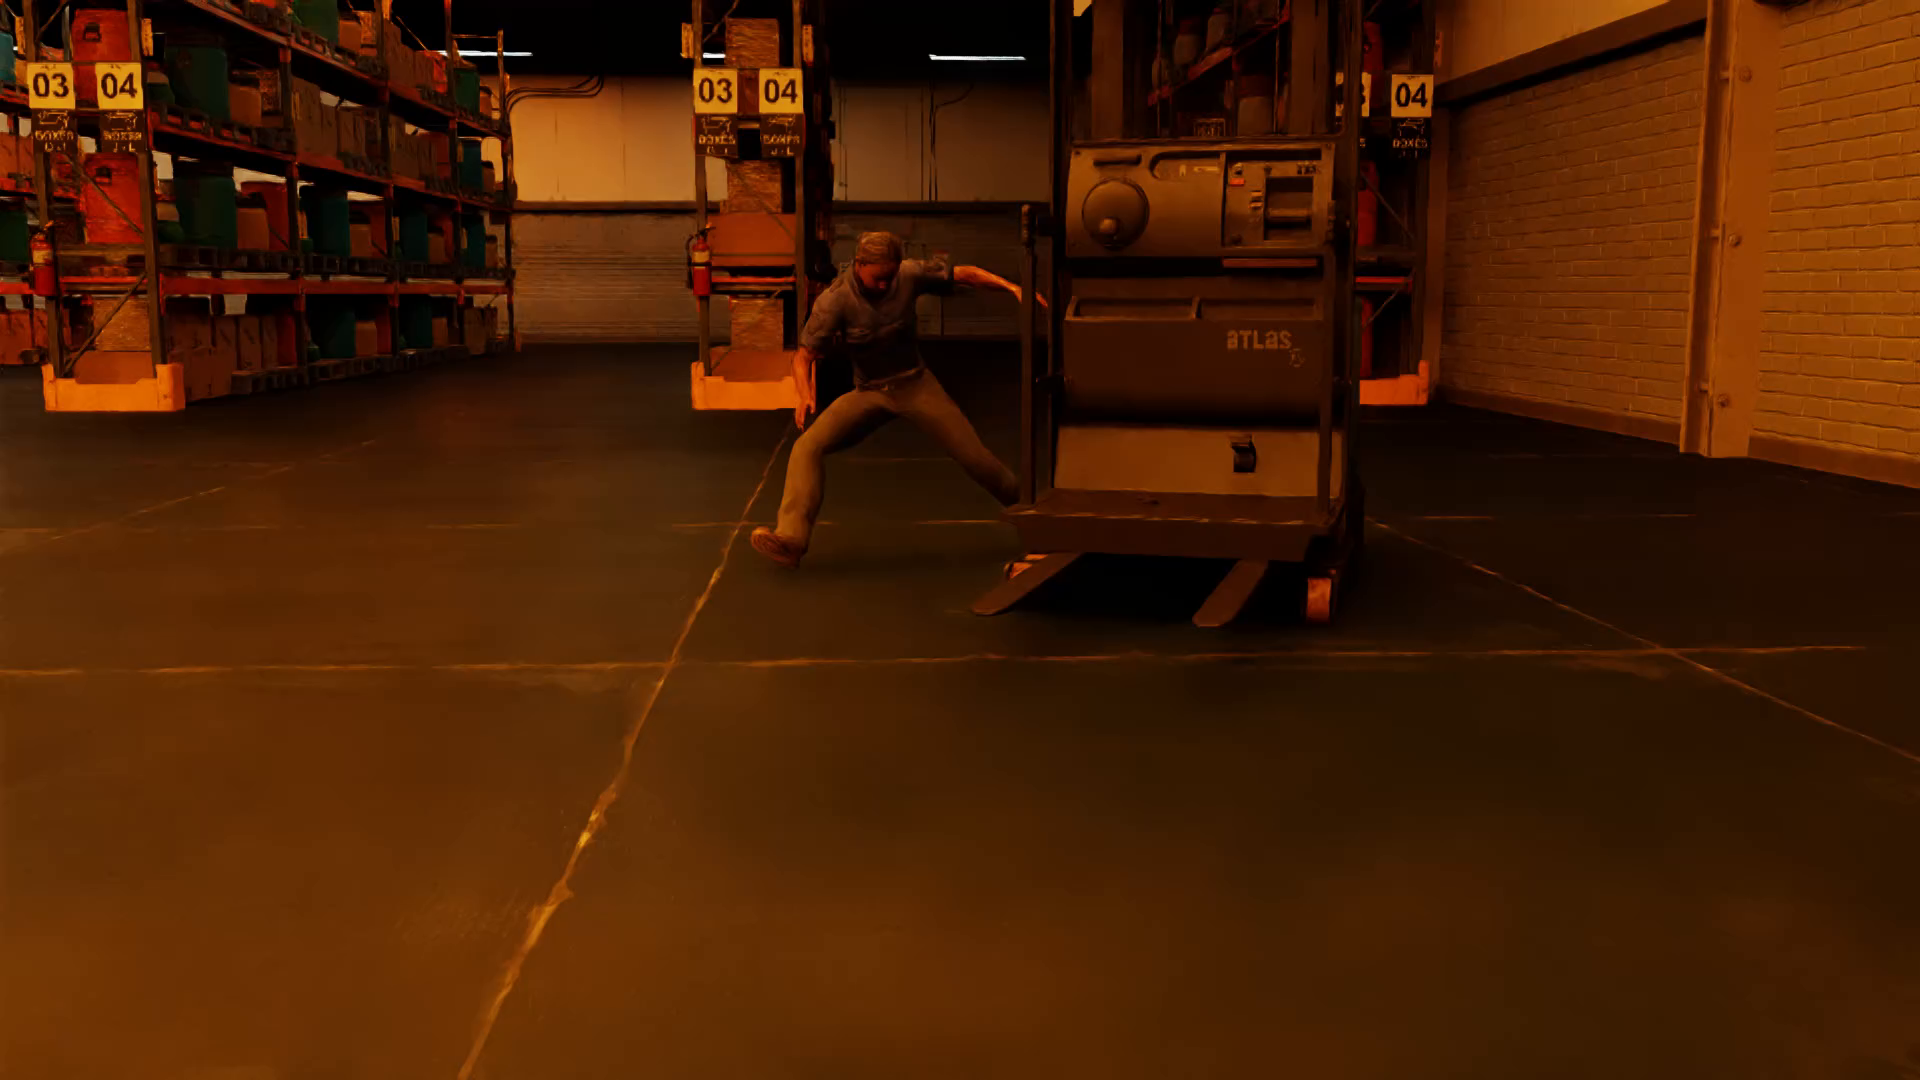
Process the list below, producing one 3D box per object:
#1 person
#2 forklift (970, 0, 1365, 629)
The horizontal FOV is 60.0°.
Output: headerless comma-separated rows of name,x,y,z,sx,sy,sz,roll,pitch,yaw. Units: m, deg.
person,-0.197,-0.569,6.696,1.269,1.324,0.767,-1,8,-4
forklift,0.780,-1.233,5.636,1.130,2.935,3.031,2,9,16
